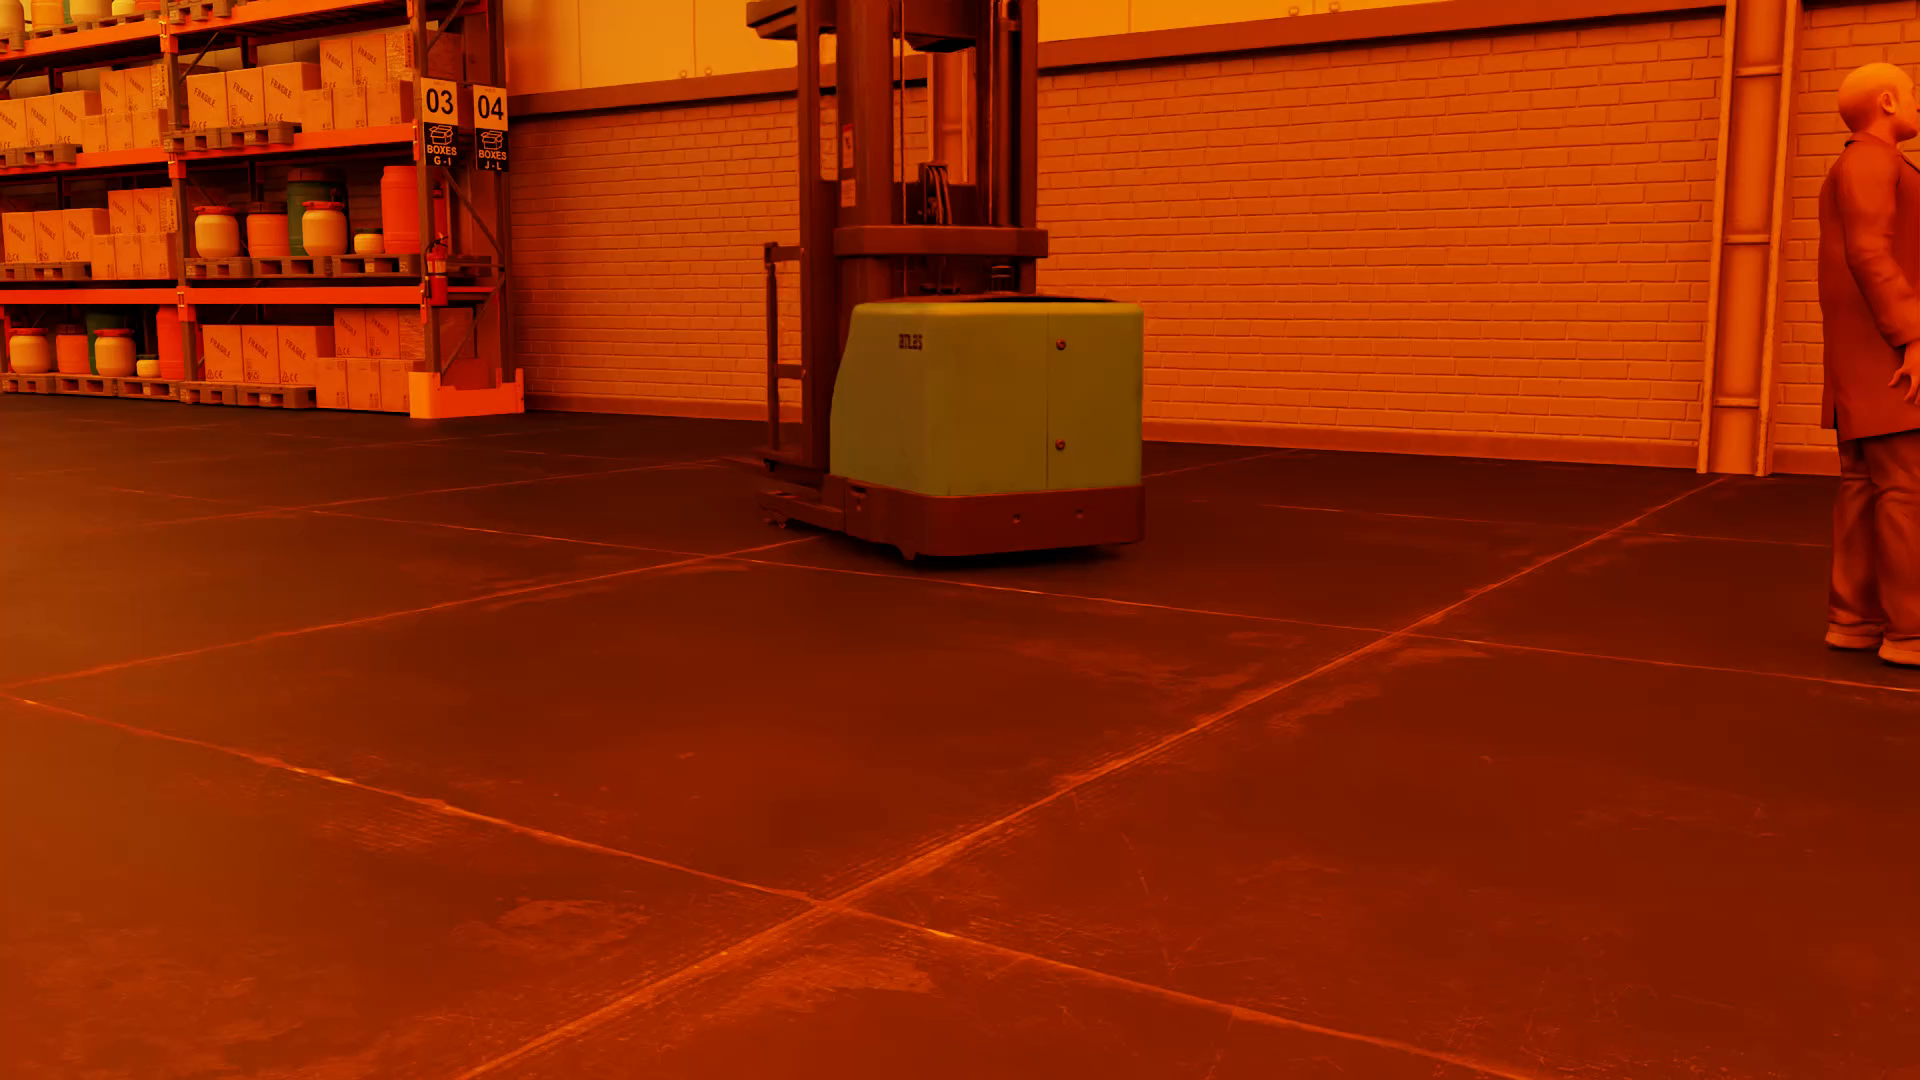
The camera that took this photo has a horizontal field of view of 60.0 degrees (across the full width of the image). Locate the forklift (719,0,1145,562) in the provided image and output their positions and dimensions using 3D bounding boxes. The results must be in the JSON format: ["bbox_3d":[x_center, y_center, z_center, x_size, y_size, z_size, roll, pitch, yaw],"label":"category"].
[{"bbox_3d":[-0.347,-1.531,7.960,1.130,2.935,3.031,-4,9,-28],"label":"forklift"}]

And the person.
[{"bbox_3d":[2.893,-0.539,5.028,0.580,1.777,0.698,3,9,19],"label":"person"}]
